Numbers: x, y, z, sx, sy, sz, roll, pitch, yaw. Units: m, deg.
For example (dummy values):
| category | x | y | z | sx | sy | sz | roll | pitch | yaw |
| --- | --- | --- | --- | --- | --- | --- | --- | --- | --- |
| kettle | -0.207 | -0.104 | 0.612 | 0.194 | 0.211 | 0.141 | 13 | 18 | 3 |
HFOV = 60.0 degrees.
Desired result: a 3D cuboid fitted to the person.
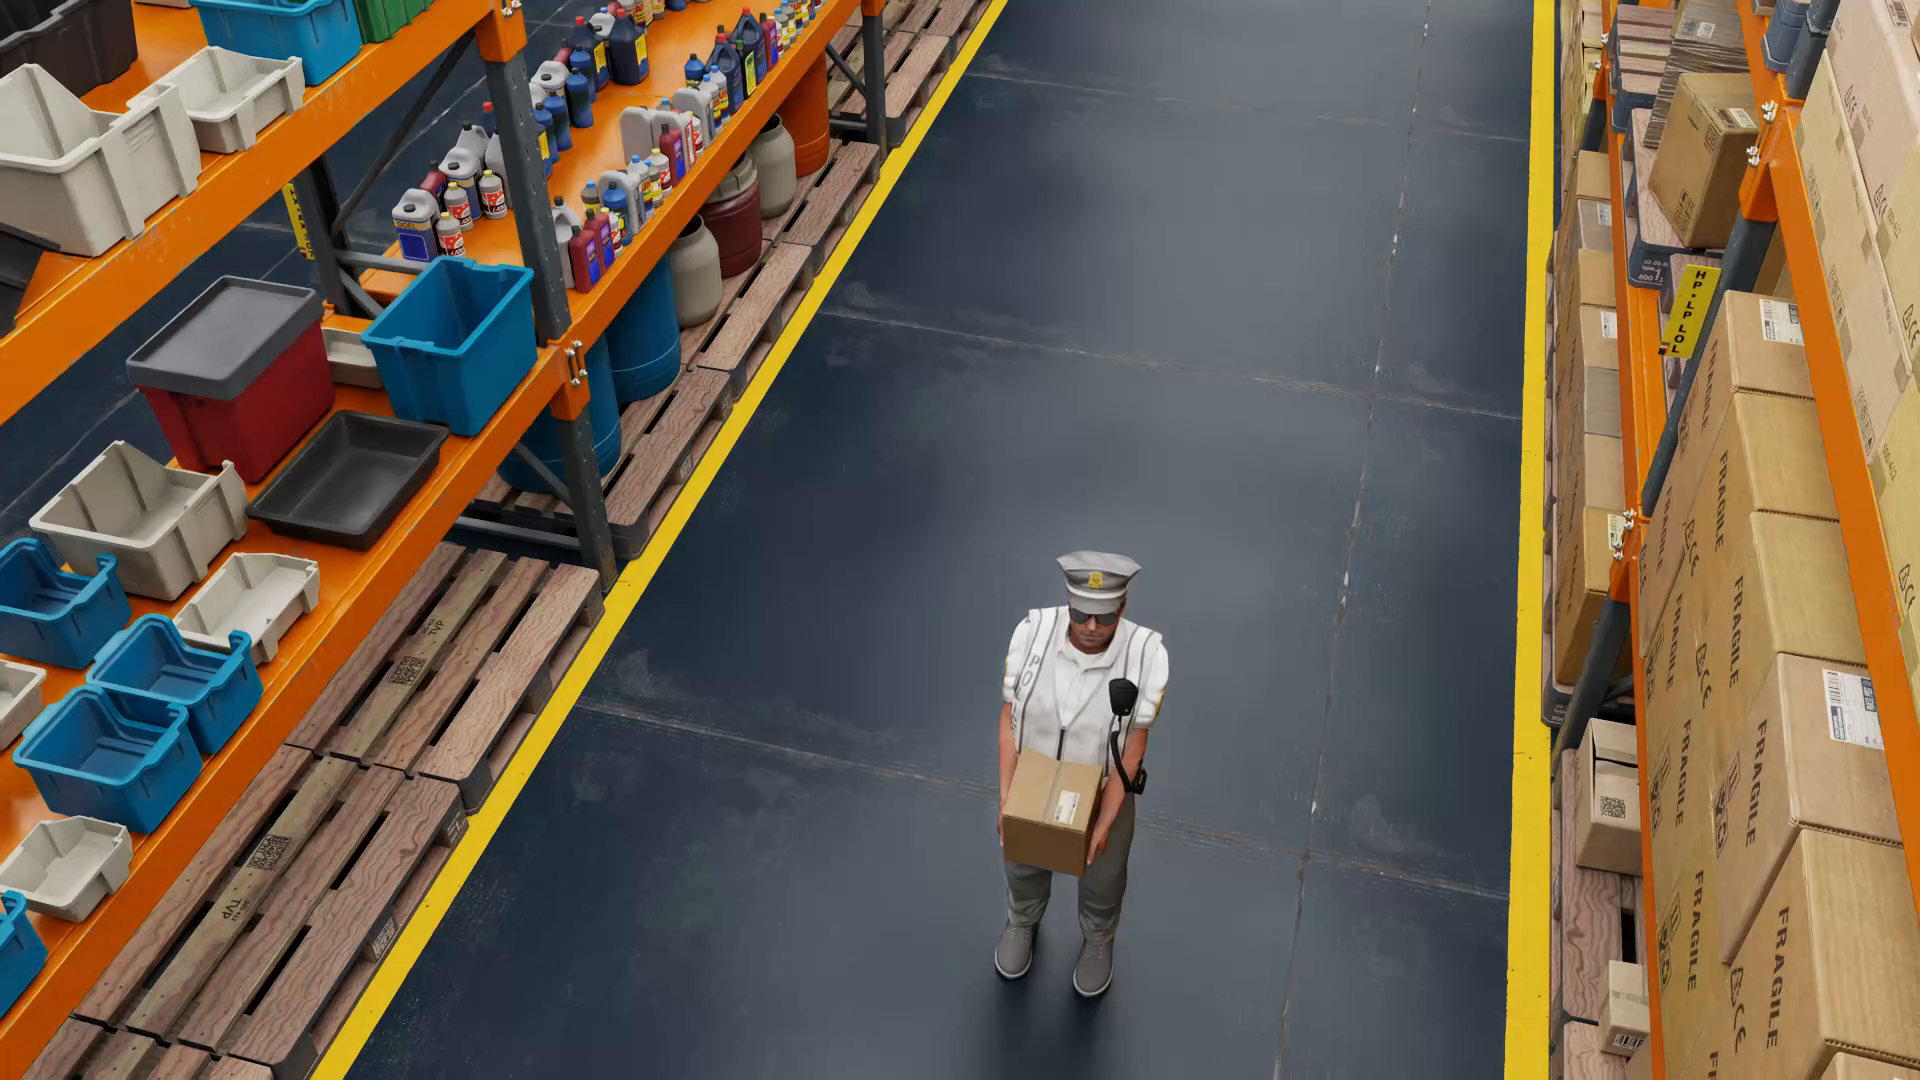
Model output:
| category | x | y | z | sx | sy | sz | roll | pitch | yaw |
| --- | --- | --- | --- | --- | --- | --- | --- | --- | --- |
| person | 0.348 | 0.797 | 5.214 | 0.494 | 1.766 | 0.565 | 11 | 42 | 12 |
